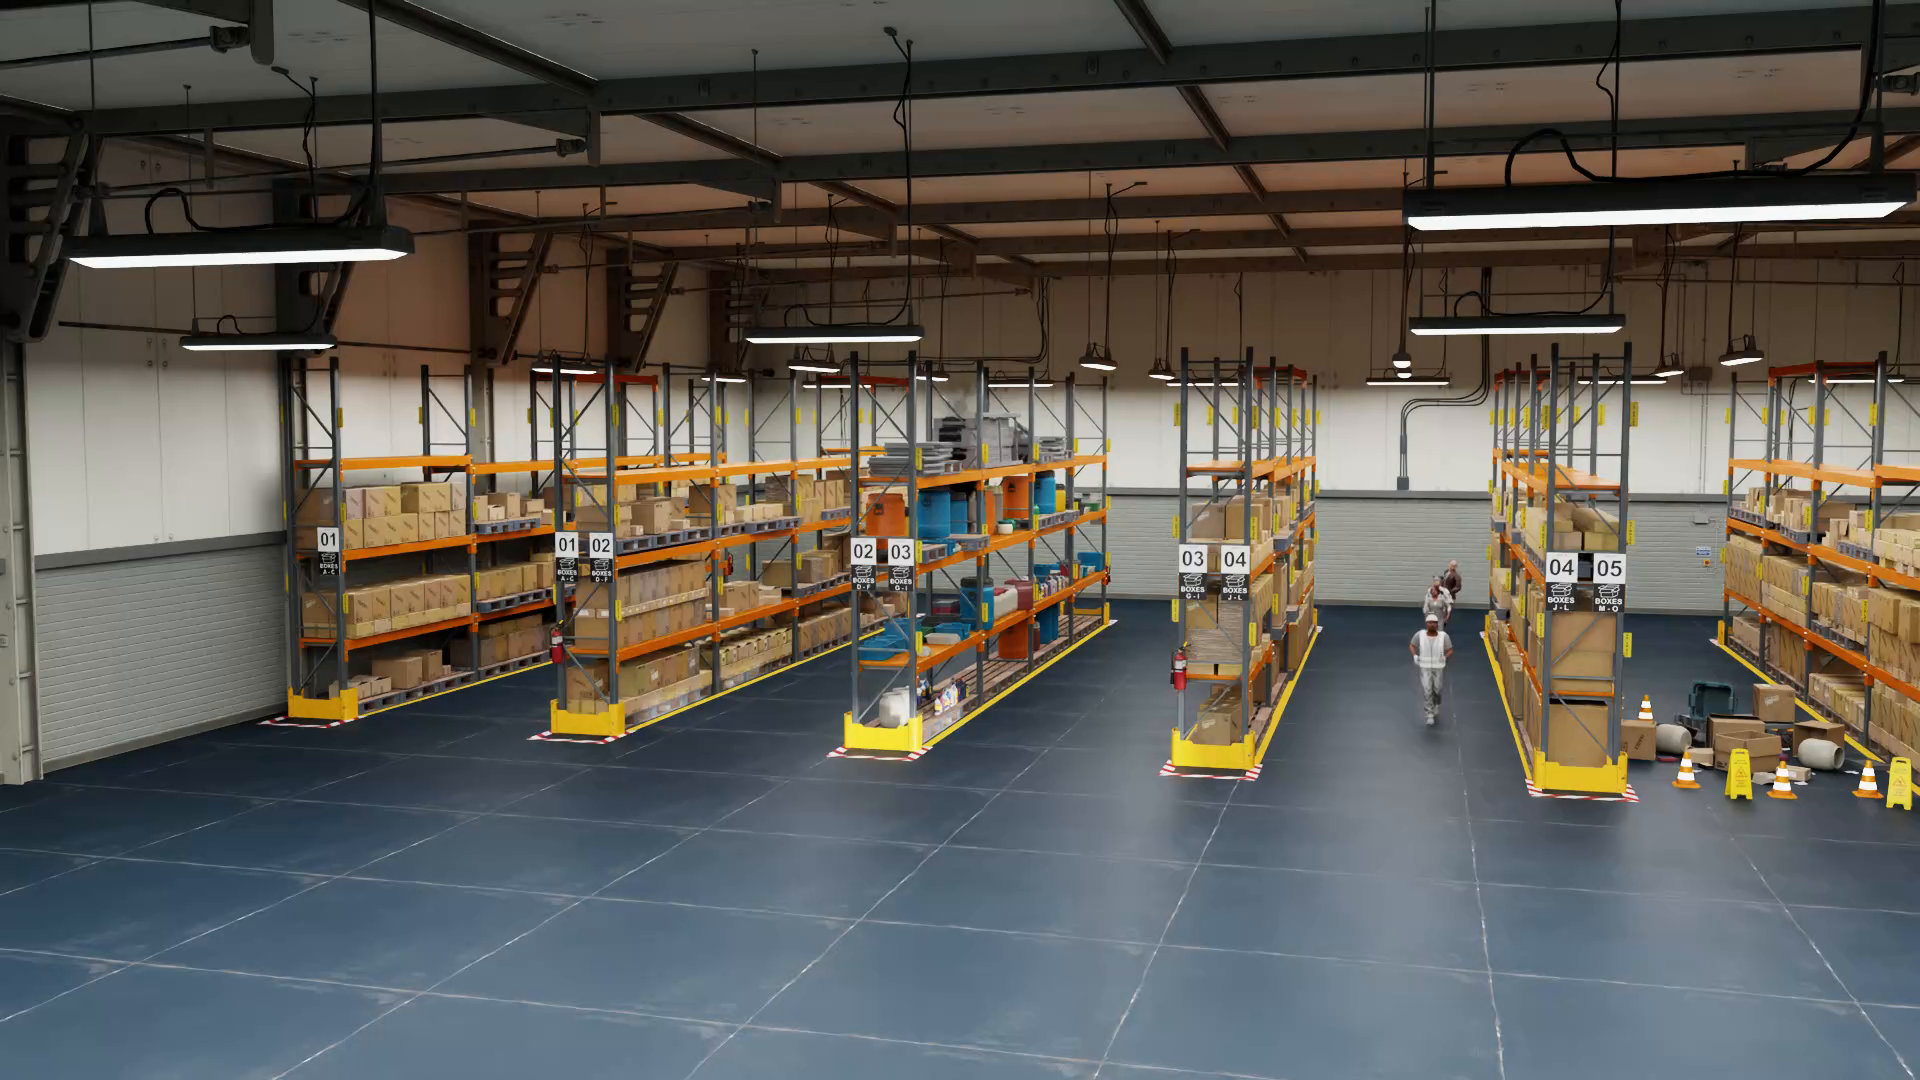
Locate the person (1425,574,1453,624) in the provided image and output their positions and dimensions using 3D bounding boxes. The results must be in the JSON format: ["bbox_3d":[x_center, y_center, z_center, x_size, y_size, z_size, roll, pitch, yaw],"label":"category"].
[{"bbox_3d":[10.116,1.578,35.145,0.597,1.721,0.868,2,4,20],"label":"person"}]

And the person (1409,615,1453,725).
[{"bbox_3d":[7.749,2.106,27.361,0.688,1.775,0.804,1,4,13],"label":"person"}]

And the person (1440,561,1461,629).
[{"bbox_3d":[11.424,1.297,39.047,0.617,1.663,0.901,-2,5,-25],"label":"person"}]

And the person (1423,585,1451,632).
[{"bbox_3d":[9.765,1.718,34.097,0.548,1.585,0.661,2,4,21],"label":"person"}]
